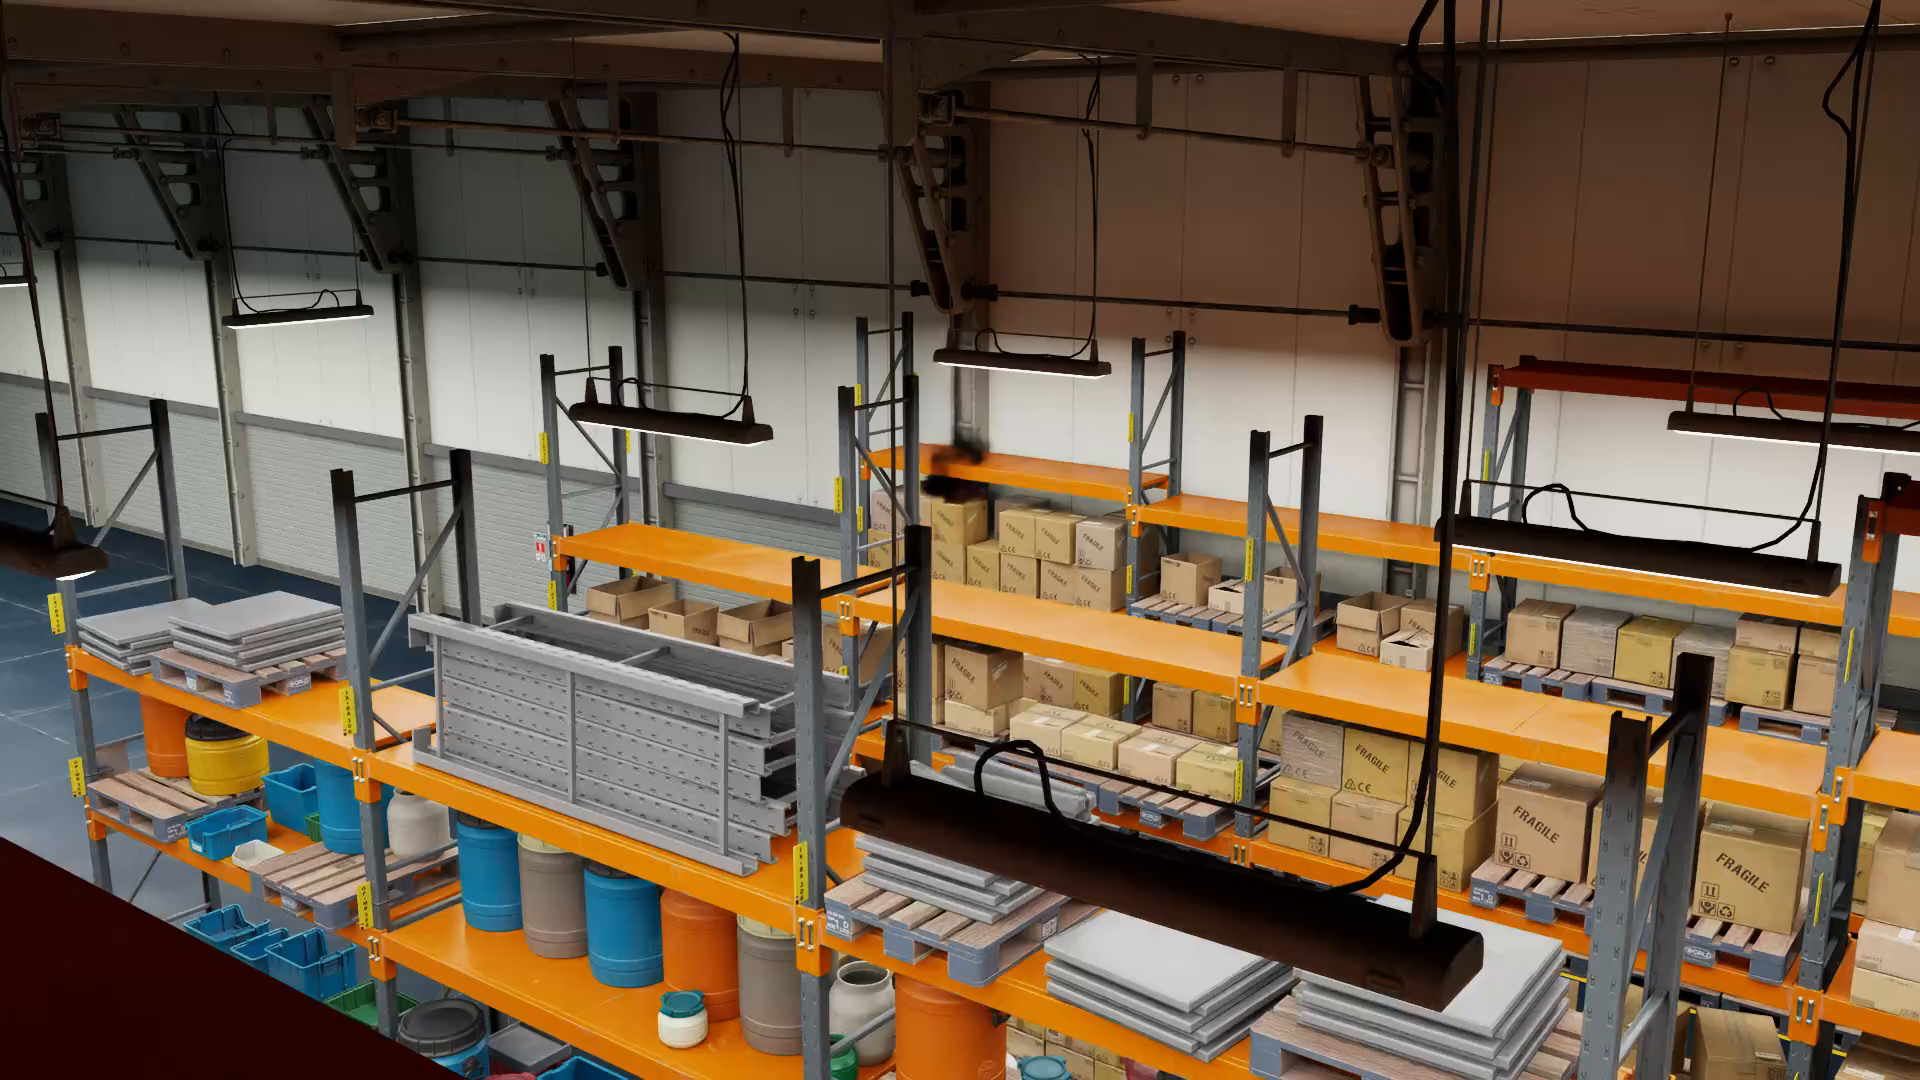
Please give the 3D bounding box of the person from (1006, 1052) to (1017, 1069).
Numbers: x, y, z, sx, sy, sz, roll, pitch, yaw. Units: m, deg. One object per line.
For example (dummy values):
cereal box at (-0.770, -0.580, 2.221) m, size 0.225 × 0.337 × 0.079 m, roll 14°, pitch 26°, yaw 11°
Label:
person at (0.344, 4.520, 11.892) m, size 0.913 × 1.848 × 0.690 m, roll 7°, pitch 15°, yaw 27°
